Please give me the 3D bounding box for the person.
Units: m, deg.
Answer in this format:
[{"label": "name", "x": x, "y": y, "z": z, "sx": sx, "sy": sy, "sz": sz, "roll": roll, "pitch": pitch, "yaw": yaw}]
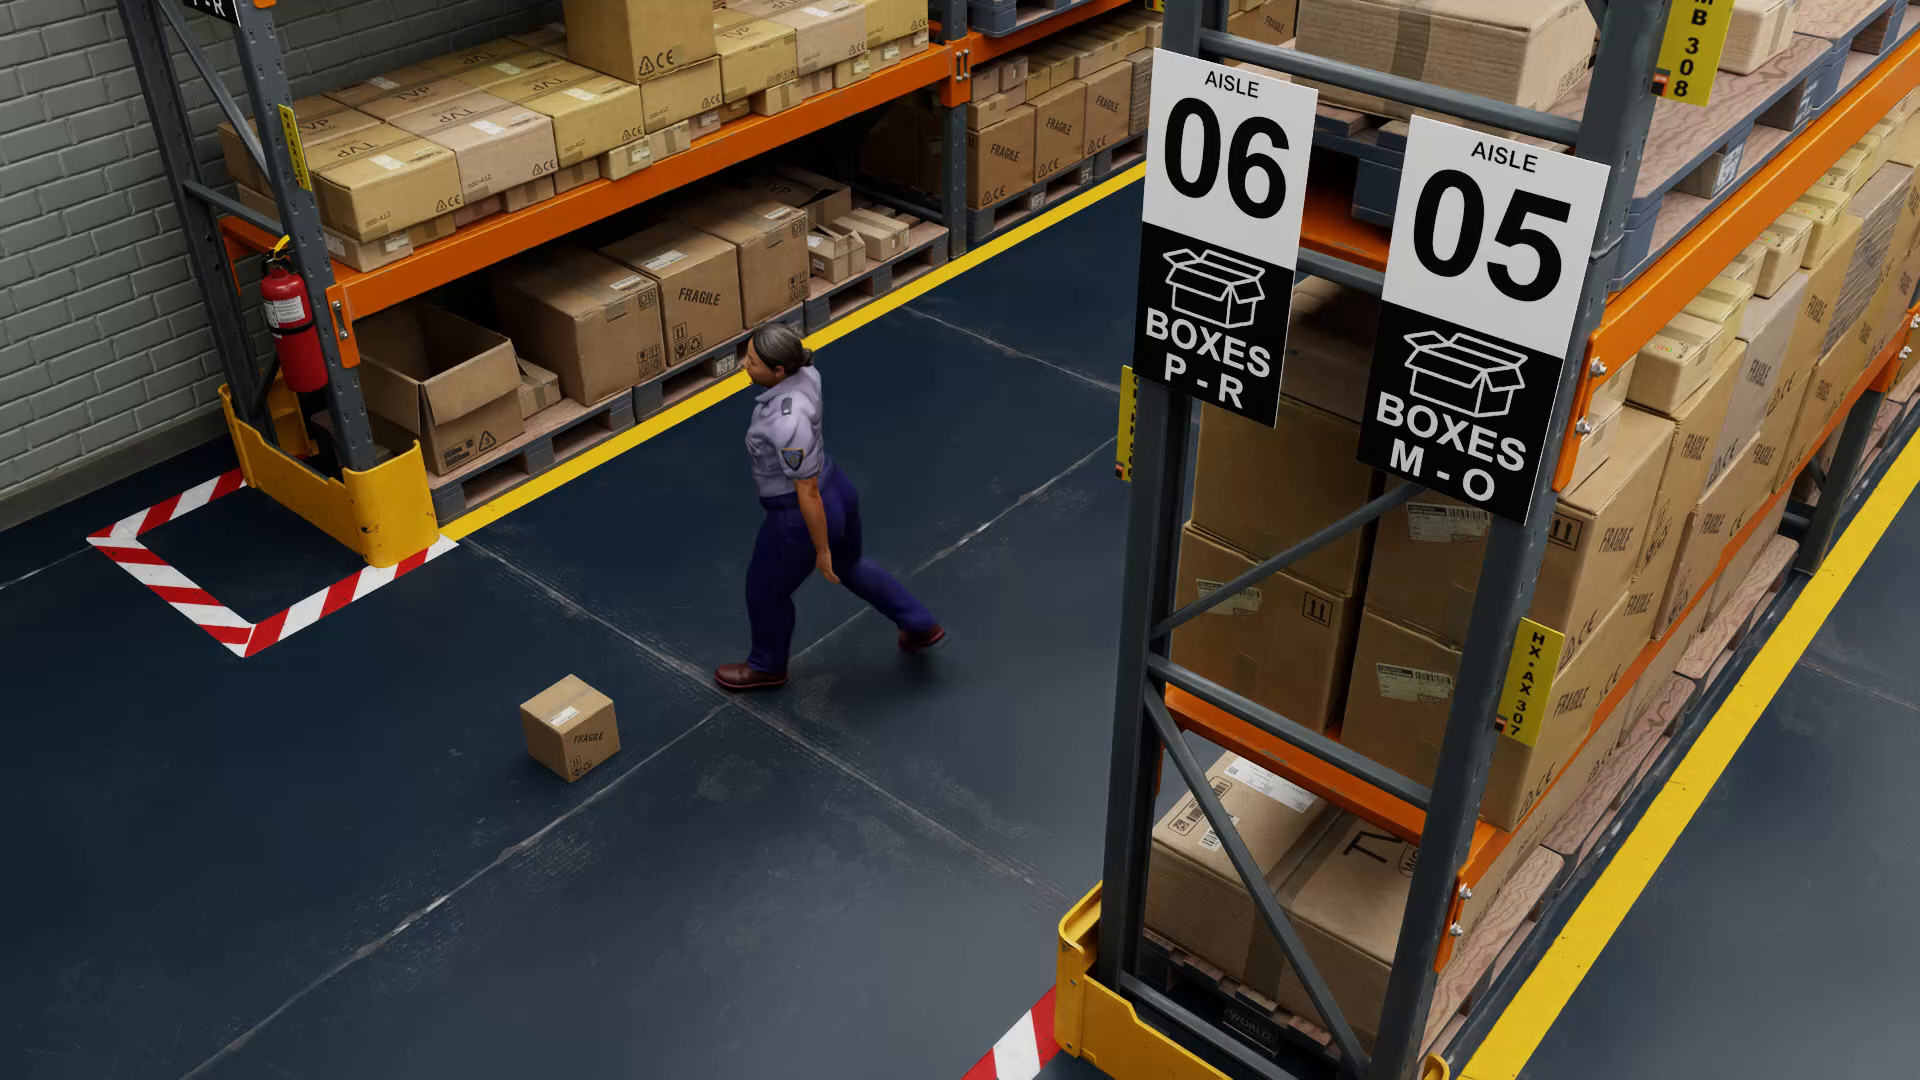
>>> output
[{"label": "person", "x": -0.525, "y": -0.106, "z": 6.310, "sx": 0.921, "sy": 1.606, "sz": 0.536, "roll": 5, "pitch": 36, "yaw": 8}]
